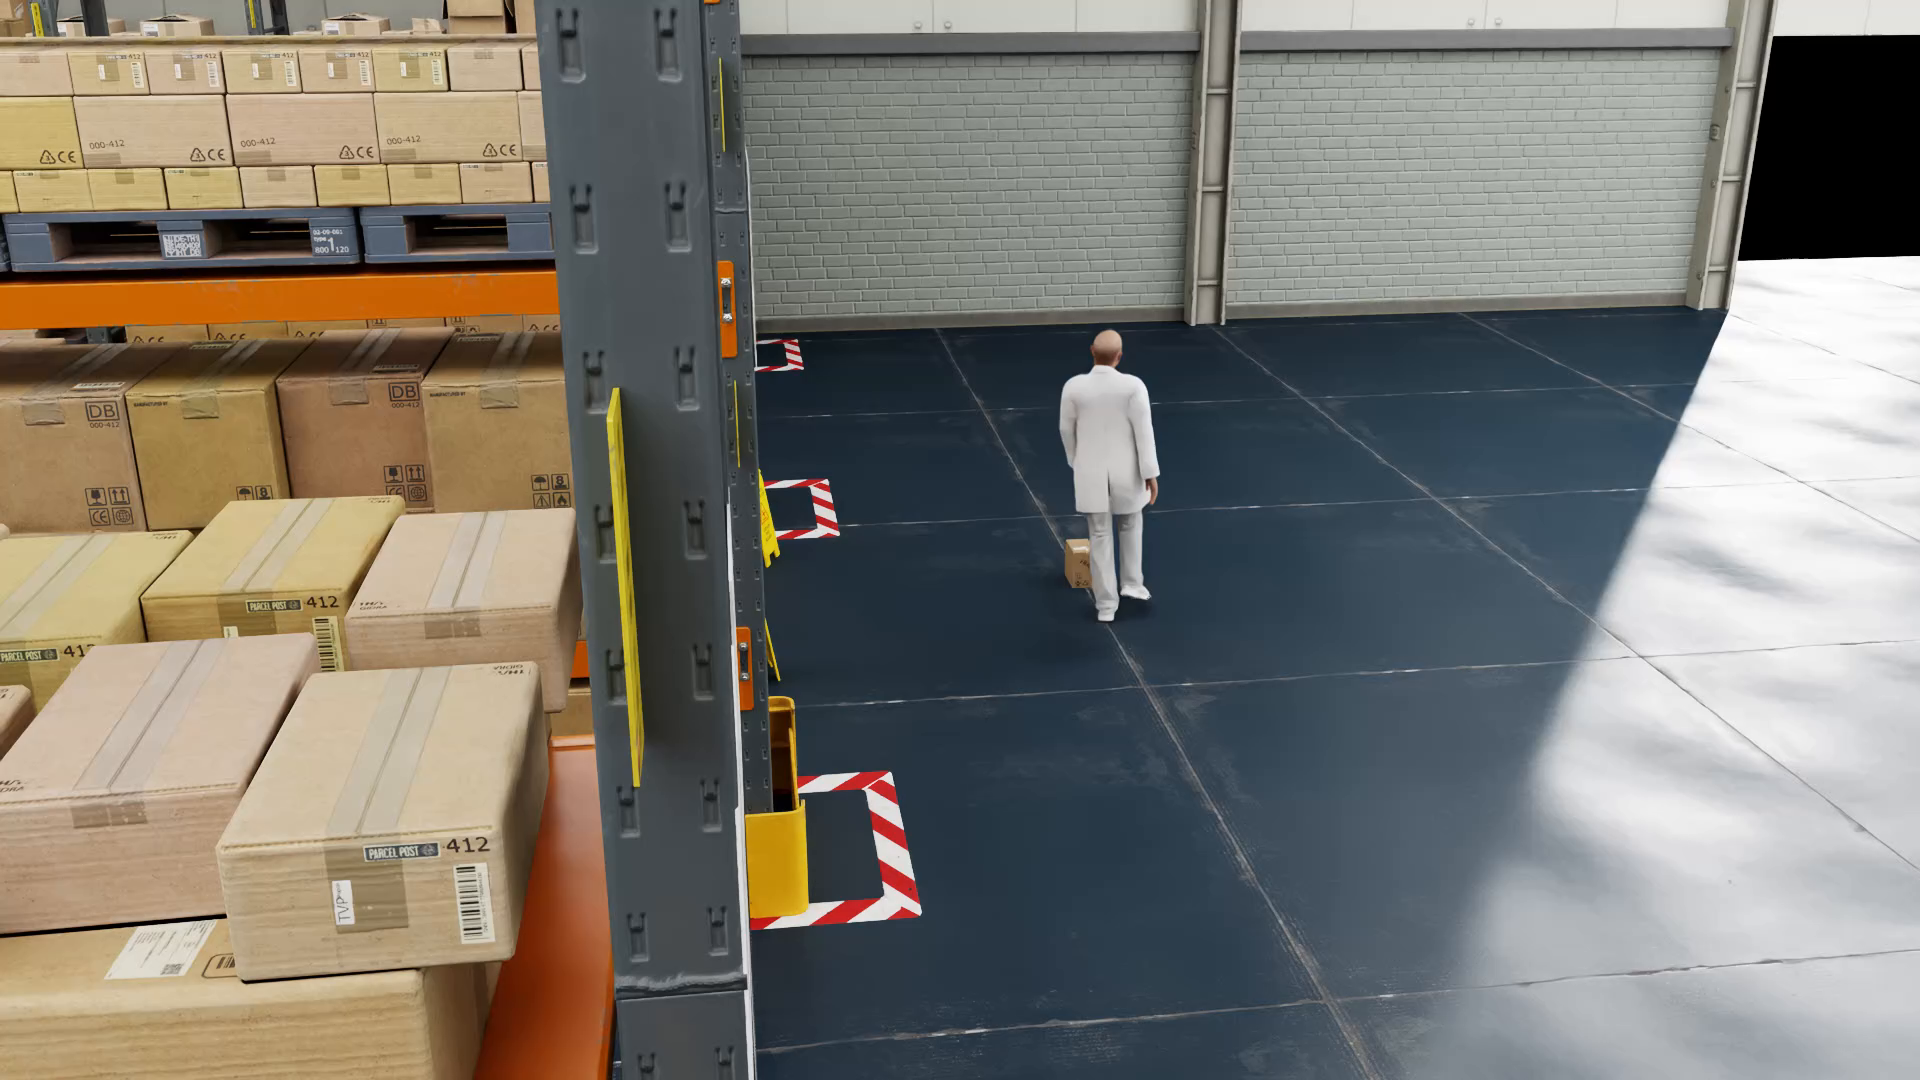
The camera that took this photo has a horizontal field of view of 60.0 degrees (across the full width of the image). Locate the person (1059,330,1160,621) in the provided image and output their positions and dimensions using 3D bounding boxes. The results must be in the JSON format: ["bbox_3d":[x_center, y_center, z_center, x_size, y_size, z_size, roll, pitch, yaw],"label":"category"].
[{"bbox_3d":[0.917,-0.396,10.234,0.626,1.829,0.675,3,20,8],"label":"person"}]
